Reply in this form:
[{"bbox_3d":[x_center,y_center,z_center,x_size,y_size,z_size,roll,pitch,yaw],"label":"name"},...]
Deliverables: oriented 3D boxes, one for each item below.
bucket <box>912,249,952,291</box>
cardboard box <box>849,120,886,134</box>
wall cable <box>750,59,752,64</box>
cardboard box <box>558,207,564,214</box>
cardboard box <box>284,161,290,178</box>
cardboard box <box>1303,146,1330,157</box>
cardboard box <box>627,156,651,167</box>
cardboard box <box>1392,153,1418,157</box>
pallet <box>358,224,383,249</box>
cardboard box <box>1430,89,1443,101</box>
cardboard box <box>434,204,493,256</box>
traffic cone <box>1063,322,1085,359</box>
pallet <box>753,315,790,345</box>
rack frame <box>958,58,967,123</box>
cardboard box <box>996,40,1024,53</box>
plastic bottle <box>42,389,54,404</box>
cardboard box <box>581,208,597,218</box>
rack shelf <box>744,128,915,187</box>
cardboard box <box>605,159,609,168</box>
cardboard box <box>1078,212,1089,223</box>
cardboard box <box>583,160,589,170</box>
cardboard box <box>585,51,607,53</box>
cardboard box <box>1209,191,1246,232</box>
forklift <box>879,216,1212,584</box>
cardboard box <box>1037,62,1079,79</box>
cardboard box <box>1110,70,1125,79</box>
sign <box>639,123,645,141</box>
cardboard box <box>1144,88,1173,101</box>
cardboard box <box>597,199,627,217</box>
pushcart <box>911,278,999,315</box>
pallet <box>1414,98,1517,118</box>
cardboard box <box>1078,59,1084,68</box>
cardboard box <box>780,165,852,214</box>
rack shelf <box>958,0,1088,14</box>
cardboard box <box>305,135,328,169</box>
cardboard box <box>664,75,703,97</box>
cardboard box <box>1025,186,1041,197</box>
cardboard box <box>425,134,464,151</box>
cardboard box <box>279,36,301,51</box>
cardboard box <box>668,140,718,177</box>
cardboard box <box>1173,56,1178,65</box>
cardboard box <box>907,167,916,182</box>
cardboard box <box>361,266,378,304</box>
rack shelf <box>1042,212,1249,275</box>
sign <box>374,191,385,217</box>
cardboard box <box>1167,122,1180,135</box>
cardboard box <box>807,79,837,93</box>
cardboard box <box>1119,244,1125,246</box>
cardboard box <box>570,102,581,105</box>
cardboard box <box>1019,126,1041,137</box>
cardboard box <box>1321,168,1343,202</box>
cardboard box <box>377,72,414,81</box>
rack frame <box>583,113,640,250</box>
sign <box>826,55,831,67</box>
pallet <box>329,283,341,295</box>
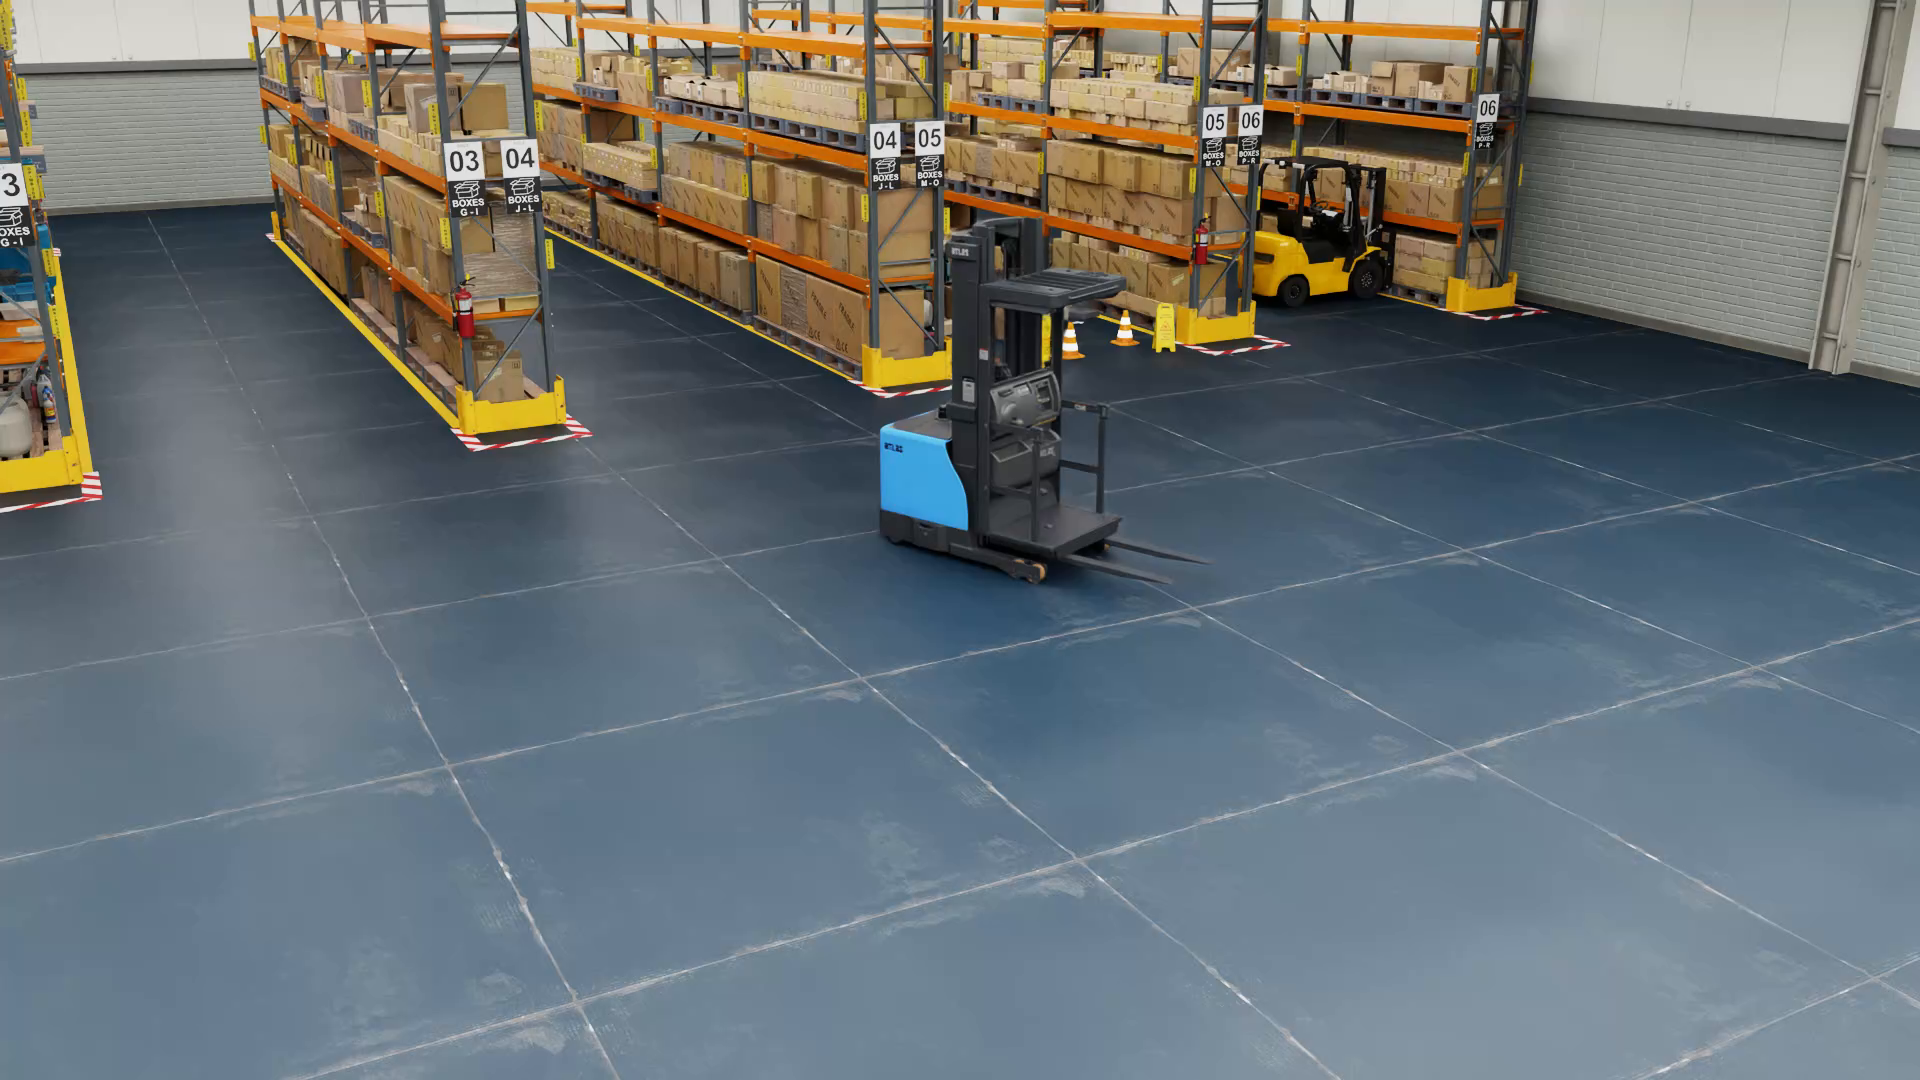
[{"bbox_3d":[-0.472,-4.085,25.179,0.726,0.611,0.620,-3,9,-8],"label":"bucket"},{"bbox_3d":[-1.122,-5.036,20.235,0.380,0.149,0.250,-10,21,-27],"label":"cardboard box"},{"bbox_3d":[-5.411,-11.155,41.421,0.588,1.984,0.122,-10,21,-27],"label":"wall cable"},{"bbox_3d":[-7.730,-6.546,32.894,0.380,0.149,0.250,-11,22,-29],"label":"cardboard box"},{"bbox_3d":[-11.708,-6.604,29.563,0.500,0.250,0.500,-10,21,-26],"label":"cardboard box"},{"bbox_3d":[6.000,-6.519,27.939,0.380,0.149,0.250,-10,21,-26],"label":"cardboard box"},{"bbox_3d":[-5.343,-6.323,27.804,0.380,0.149,0.250,-9,21,-25],"label":"cardboard box"},{"bbox_3d":[7.200,-6.161,26.903,0.380,0.149,0.250,-9,21,-25],"label":"cardboard box"},{"bbox_3d":[-7.902,-4.352,23.559,1.003,0.211,1.213,-10,21,-27],"label":"pallet"},{"bbox_3d":[7.348,-6.749,25.200,0.380,0.149,0.250,-11,22,-28],"label":"cardboard box"},{"bbox_3d":[-5.558,-3.489,18.620,0.500,0.500,0.500,-10,21,-27],"label":"cardboard box"},{"bbox_3d":[1.488,-2.698,22.361,0.336,0.463,0.334,-10,21,-27],"label":"traffic cone"},{"bbox_3d":[-2.273,-3.047,23.758,1.003,0.211,1.213,-10,21,-27],"label":"pallet"},{"bbox_3d":[0.411,-9.607,38.491,1.000,3.000,0.127,-10,21,-27],"label":"rack frame"},{"bbox_3d":[1.128,-10.728,36.152,0.500,0.250,0.500,-9,21,-25],"label":"cardboard box"},{"bbox_3d":[-10.235,-1.555,18.667,0.097,0.271,0.097,0,19,0],"label":"plastic bottle"},{"bbox_3d":[-6.918,-6.154,31.300,0.380,0.149,0.250,-10,21,-26],"label":"cardboard box"},{"bbox_3d":[-1.616,-5.100,21.935,1.077,0.370,4.000,-10,21,-27],"label":"rack shelf"},{"bbox_3d":[-5.954,-6.553,28.927,0.380,0.149,0.250,-10,22,-28],"label":"cardboard box"},{"bbox_3d":[2.016,-4.921,25.296,0.380,0.149,0.250,-9,21,-25],"label":"cardboard box"},{"bbox_3d":[-6.582,-6.788,30.065,0.380,0.149,0.250,-11,22,-29],"label":"cardboard box"},{"bbox_3d":[-6.871,-9.170,31.481,0.380,0.149,0.250,-9,21,-24],"label":"cardboard box"},{"bbox_3d":[3.662,-4.610,23.403,0.500,0.500,0.500,-10,22,-27],"label":"cardboard box"},{"bbox_3d":[0.735,-1.213,14.271,3.031,2.935,1.130,14,24,36],"label":"forklift"},{"bbox_3d":[1.573,-7.545,26.738,0.500,0.250,0.500,-10,22,-28],"label":"cardboard box"},{"bbox_3d":[3.276,-9.055,32.523,0.500,0.250,0.500,-10,21,-27],"label":"cardboard box"},{"bbox_3d":[-5.877,-7.527,30.690,0.100,0.325,0.005,-10,21,-27],"label":"sign"},{"bbox_3d":[2.811,-6.274,23.396,0.380,0.149,0.250,-10,21,-27],"label":"cardboard box"},{"bbox_3d":[-6.246,-6.011,30.110,0.500,0.250,0.500,-11,22,-29],"label":"cardboard box"},{"bbox_3d":[-0.240,-3.785,25.640,0.936,0.377,1.648,16,25,39],"label":"pushcart"},{"bbox_3d":[7.696,-6.597,25.305,1.003,0.211,1.213,-10,21,-27],"label":"pallet"},{"bbox_3d":[2.590,-9.563,33.355,0.380,0.149,0.250,-10,22,-27],"label":"cardboard box"},{"bbox_3d":[-1.921,-4.750,22.532,0.875,0.550,0.550,-10,21,-27],"label":"cardboard box"},{"bbox_3d":[1.361,-11.527,35.967,1.077,0.370,4.000,-10,21,-27],"label":"rack shelf"},{"bbox_3d":[-10.467,-6.493,27.776,0.797,0.503,0.637,-11,22,-28],"label":"cardboard box"},{"bbox_3d":[-4.315,-7.124,26.038,0.500,0.311,0.500,-10,21,-27],"label":"cardboard box"},{"bbox_3d":[1.256,-5.577,26.554,0.380,0.149,0.250,-10,21,-26],"label":"cardboard box"},{"bbox_3d":[-5.732,-4.430,18.509,0.380,0.149,0.250,-11,22,-29],"label":"cardboard box"},{"bbox_3d":[-11.726,-8.786,29.414,0.500,0.250,0.500,-11,22,-28],"label":"cardboard box"},{"bbox_3d":[-4.260,-6.134,26.741,0.700,0.500,0.500,-10,21,-27],"label":"cardboard box"},{"bbox_3d":[4.279,-9.135,31.688,0.380,0.149,0.250,-11,22,-29],"label":"cardboard box"},{"bbox_3d":[-0.625,-6.574,29.933,0.500,0.250,0.500,-11,22,-29],"label":"cardboard box"},{"bbox_3d":[-8.542,-3.842,24.944,0.700,0.500,0.500,-11,22,-30],"label":"cardboard box"},{"bbox_3d":[2.693,-4.478,24.730,1.077,0.370,4.000,-10,21,-27],"label":"rack shelf"},{"bbox_3d":[-7.465,-4.317,21.388,0.100,0.325,0.005,-10,21,-27],"label":"sign"},{"bbox_3d":[3.080,-5.668,22.864,0.380,0.149,0.250,-10,21,-26],"label":"cardboard box"},{"bbox_3d":[-1.728,-5.779,21.166,0.380,0.149,0.250,-10,22,-27],"label":"cardboard box"},{"bbox_3d":[2.747,-4.225,25.317,0.500,0.500,0.500,-9,21,-24],"label":"cardboard box"},{"bbox_3d":[-7.332,-8.315,32.607,0.500,0.500,0.500,-9,21,-24],"label":"cardboard box"},{"bbox_3d":[1.603,-8.778,35.864,0.500,0.250,0.500,-10,21,-26],"label":"cardboard box"},{"bbox_3d":[6.353,-5.894,27.580,0.500,0.500,0.500,-10,21,-26],"label":"cardboard box"},{"bbox_3d":[-7.956,-6.318,23.444,0.500,0.500,0.500,-10,21,-26],"label":"cardboard box"},{"bbox_3d":[-6.364,-6.893,30.626,1.000,3.000,0.127,-10,21,-27],"label":"rack frame"},{"bbox_3d":[-2.544,-9.302,32.095,0.100,0.325,0.005,-10,21,-27],"label":"sign"},{"bbox_3d":[-9.761,-4.275,27.314,1.003,0.211,1.213,-10,21,-27],"label":"pallet"}]
